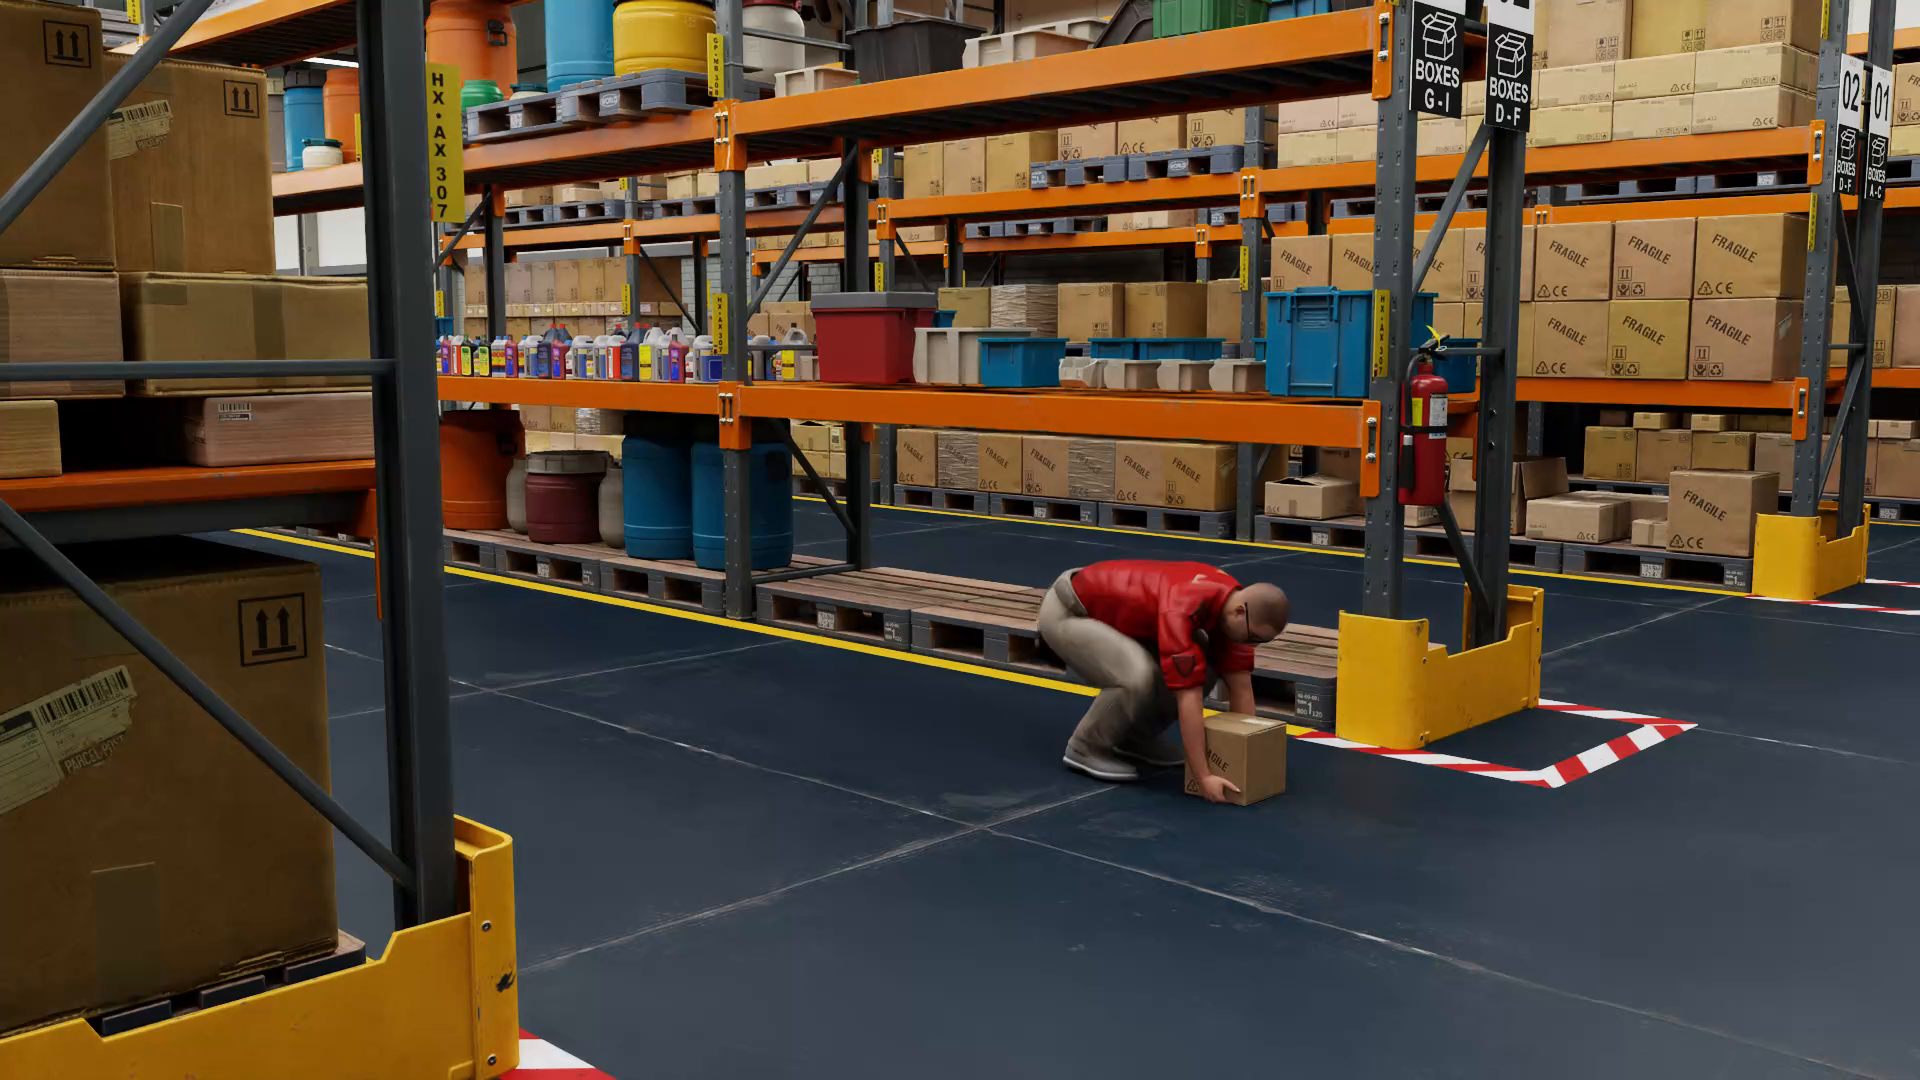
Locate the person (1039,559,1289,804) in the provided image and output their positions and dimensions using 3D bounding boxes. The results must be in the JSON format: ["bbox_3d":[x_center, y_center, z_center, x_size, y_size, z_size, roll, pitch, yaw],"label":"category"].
[{"bbox_3d":[0.734,0.472,5.948,0.951,0.803,0.533,6,9,42],"label":"person"}]
